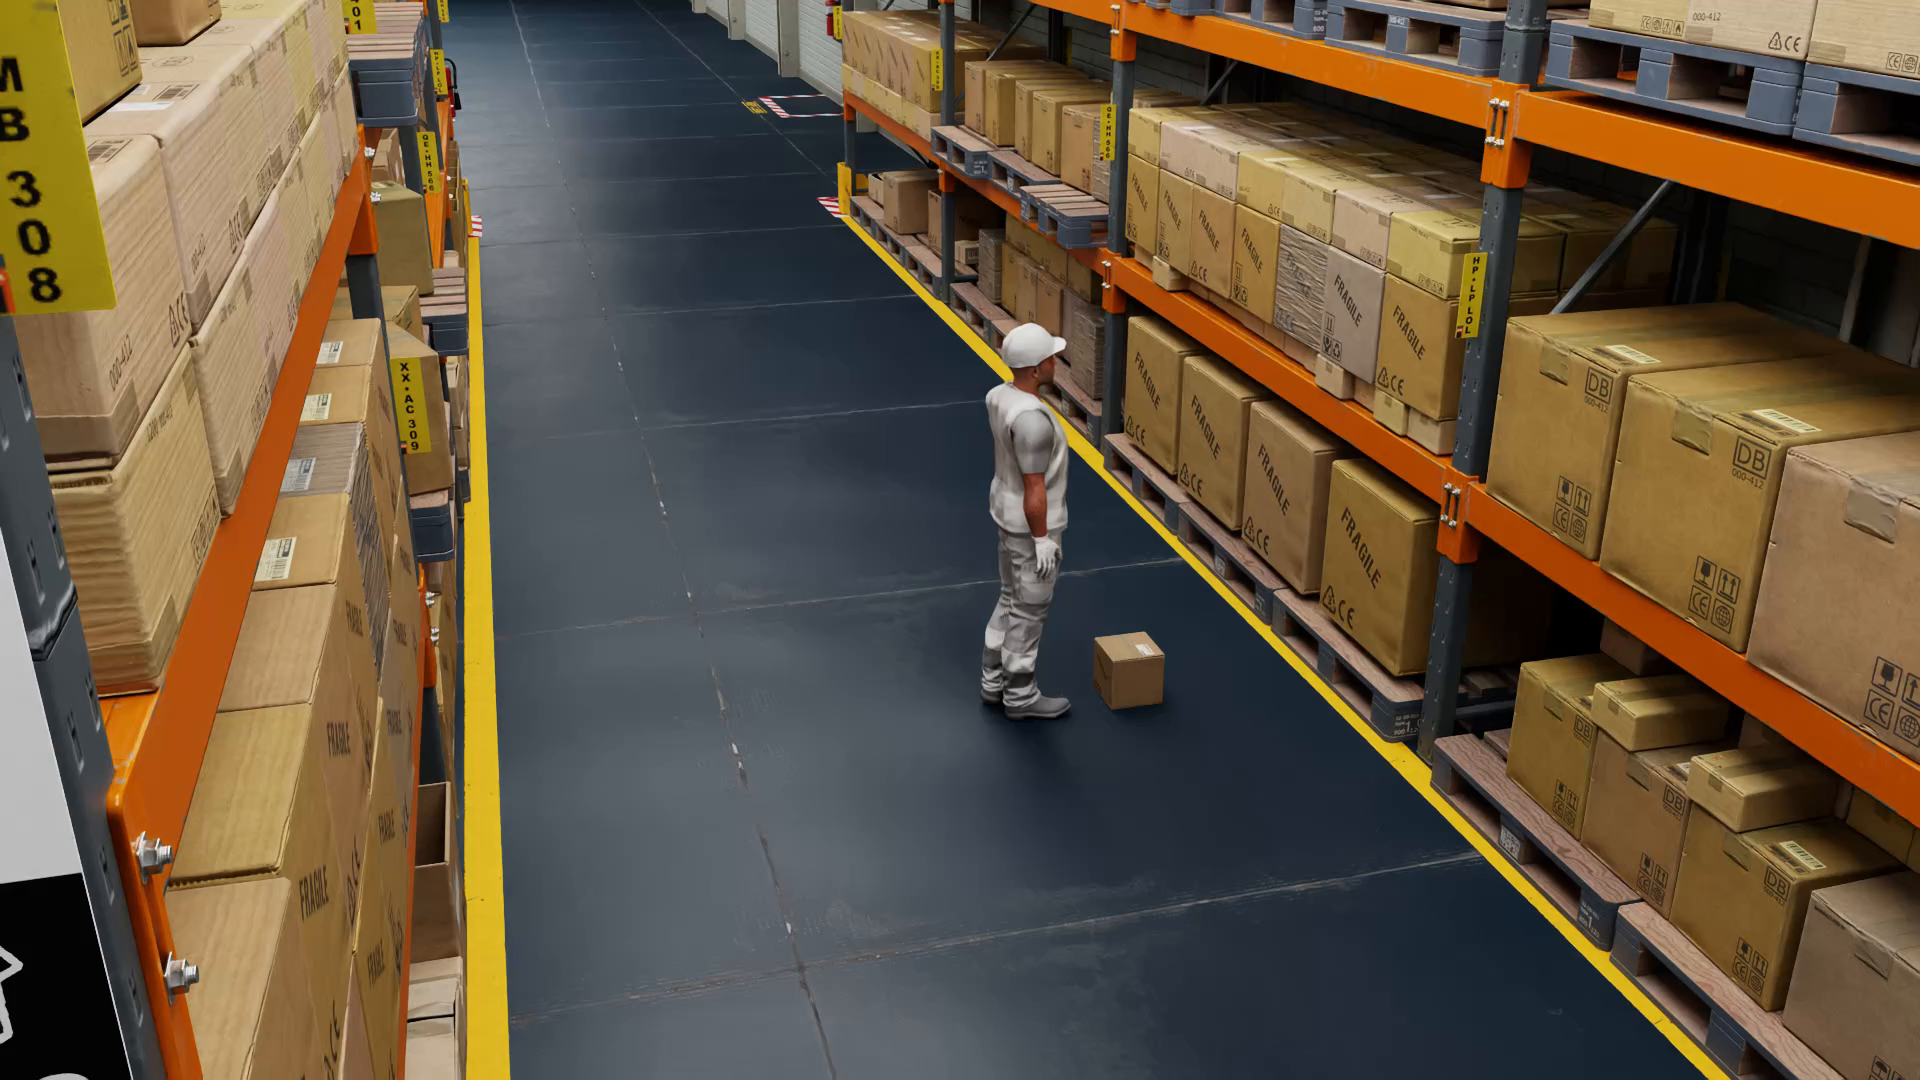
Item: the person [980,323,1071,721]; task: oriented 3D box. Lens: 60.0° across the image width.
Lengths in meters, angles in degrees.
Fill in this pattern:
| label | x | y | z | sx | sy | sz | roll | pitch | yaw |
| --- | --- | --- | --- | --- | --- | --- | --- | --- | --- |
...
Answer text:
| label | x | y | z | sx | sy | sz | roll | pitch | yaw |
| --- | --- | --- | --- | --- | --- | --- | --- | --- | --- |
| person | 0.294 | -0.061 | 7.218 | 0.371 | 1.814 | 0.535 | -6 | 23 | -13 |
